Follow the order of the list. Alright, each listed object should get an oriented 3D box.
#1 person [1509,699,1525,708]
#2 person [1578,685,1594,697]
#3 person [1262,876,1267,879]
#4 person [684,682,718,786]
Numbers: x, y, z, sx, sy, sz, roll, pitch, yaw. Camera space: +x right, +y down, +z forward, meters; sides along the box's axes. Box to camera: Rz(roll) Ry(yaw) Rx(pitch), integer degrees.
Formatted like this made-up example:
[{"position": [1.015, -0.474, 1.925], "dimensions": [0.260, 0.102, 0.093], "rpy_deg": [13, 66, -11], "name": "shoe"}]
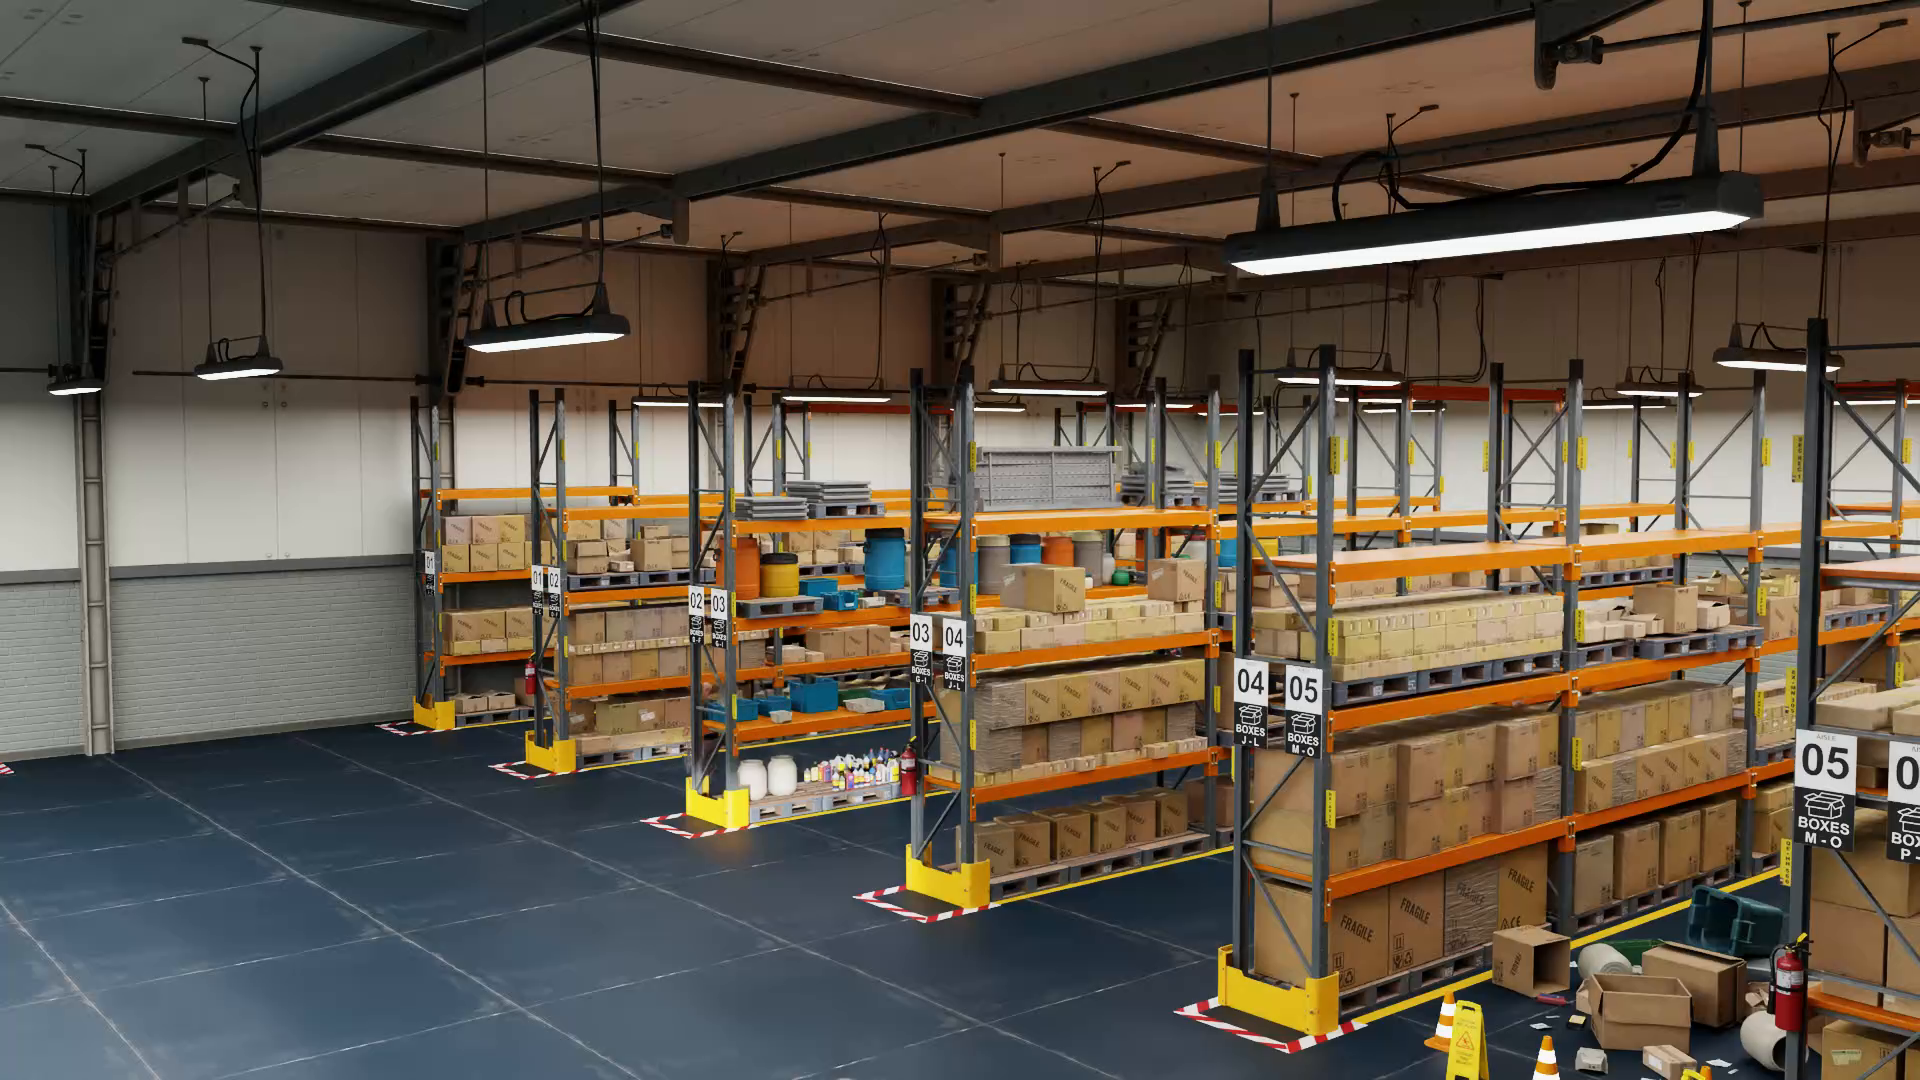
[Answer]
[{"position": [7.830, 3.013, 23.272], "dimensions": [0.690, 1.556, 0.567], "rpy_deg": [-2, 4, -32], "name": "person"}, {"position": [9.029, 2.836, 24.006], "dimensions": [0.684, 1.782, 0.984], "rpy_deg": [3, 5, 42], "name": "person"}, {"position": [3.436, 3.258, 17.675], "dimensions": [0.700, 1.739, 0.801], "rpy_deg": [3, 4, 37], "name": "person"}, {"position": [-3.716, 2.901, 24.231], "dimensions": [0.602, 1.669, 0.659], "rpy_deg": [-3, 5, -42], "name": "person"}]
